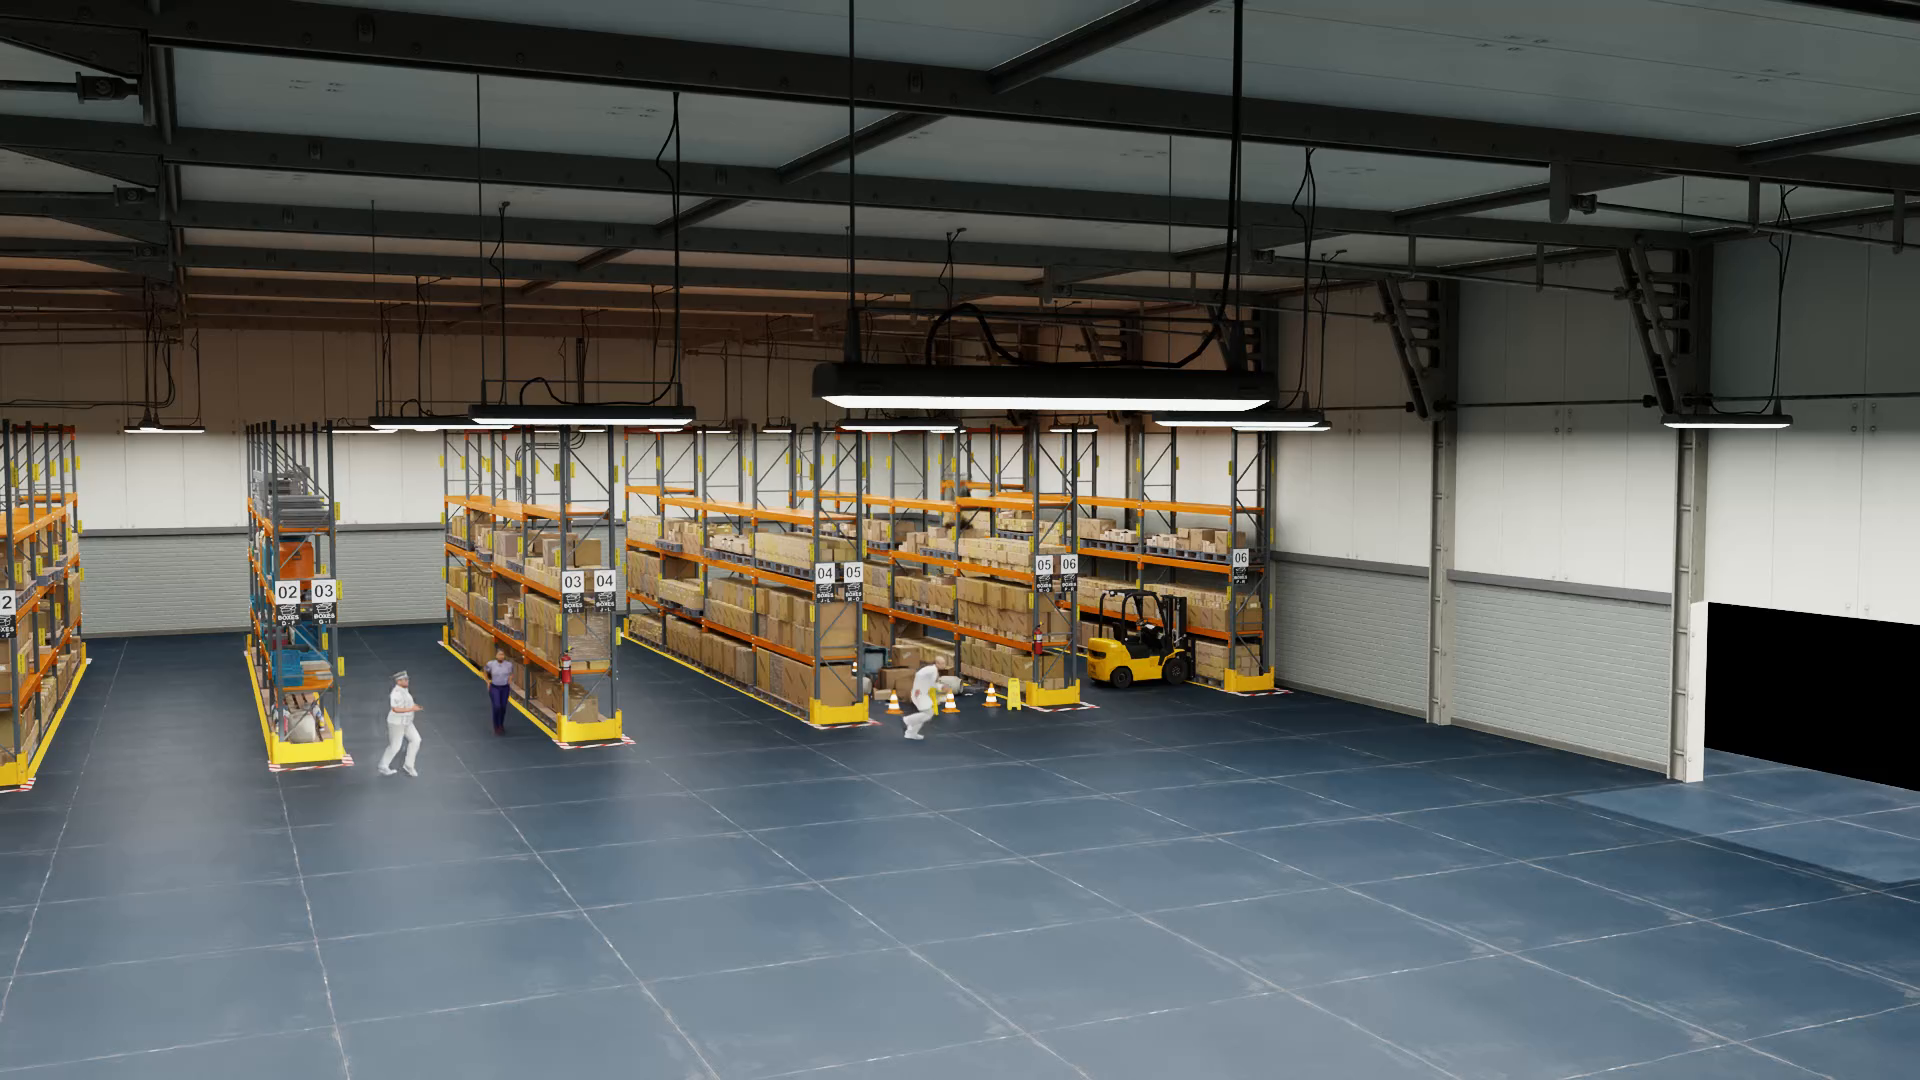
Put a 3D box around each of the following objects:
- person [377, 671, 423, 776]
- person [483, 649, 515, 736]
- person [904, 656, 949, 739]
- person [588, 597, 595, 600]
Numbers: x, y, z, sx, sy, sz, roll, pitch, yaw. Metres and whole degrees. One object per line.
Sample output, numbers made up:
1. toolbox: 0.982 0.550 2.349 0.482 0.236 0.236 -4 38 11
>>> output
1. person: -9.391 3.112 27.965 0.815 1.845 0.611 0 4 4
2. person: -8.861 2.929 32.041 0.537 1.699 0.829 -2 4 -30
3. person: -0.638 2.976 31.289 0.867 1.599 0.736 1 4 10
4. person: -10.193 2.051 45.853 0.564 1.594 0.571 -1 4 -17
